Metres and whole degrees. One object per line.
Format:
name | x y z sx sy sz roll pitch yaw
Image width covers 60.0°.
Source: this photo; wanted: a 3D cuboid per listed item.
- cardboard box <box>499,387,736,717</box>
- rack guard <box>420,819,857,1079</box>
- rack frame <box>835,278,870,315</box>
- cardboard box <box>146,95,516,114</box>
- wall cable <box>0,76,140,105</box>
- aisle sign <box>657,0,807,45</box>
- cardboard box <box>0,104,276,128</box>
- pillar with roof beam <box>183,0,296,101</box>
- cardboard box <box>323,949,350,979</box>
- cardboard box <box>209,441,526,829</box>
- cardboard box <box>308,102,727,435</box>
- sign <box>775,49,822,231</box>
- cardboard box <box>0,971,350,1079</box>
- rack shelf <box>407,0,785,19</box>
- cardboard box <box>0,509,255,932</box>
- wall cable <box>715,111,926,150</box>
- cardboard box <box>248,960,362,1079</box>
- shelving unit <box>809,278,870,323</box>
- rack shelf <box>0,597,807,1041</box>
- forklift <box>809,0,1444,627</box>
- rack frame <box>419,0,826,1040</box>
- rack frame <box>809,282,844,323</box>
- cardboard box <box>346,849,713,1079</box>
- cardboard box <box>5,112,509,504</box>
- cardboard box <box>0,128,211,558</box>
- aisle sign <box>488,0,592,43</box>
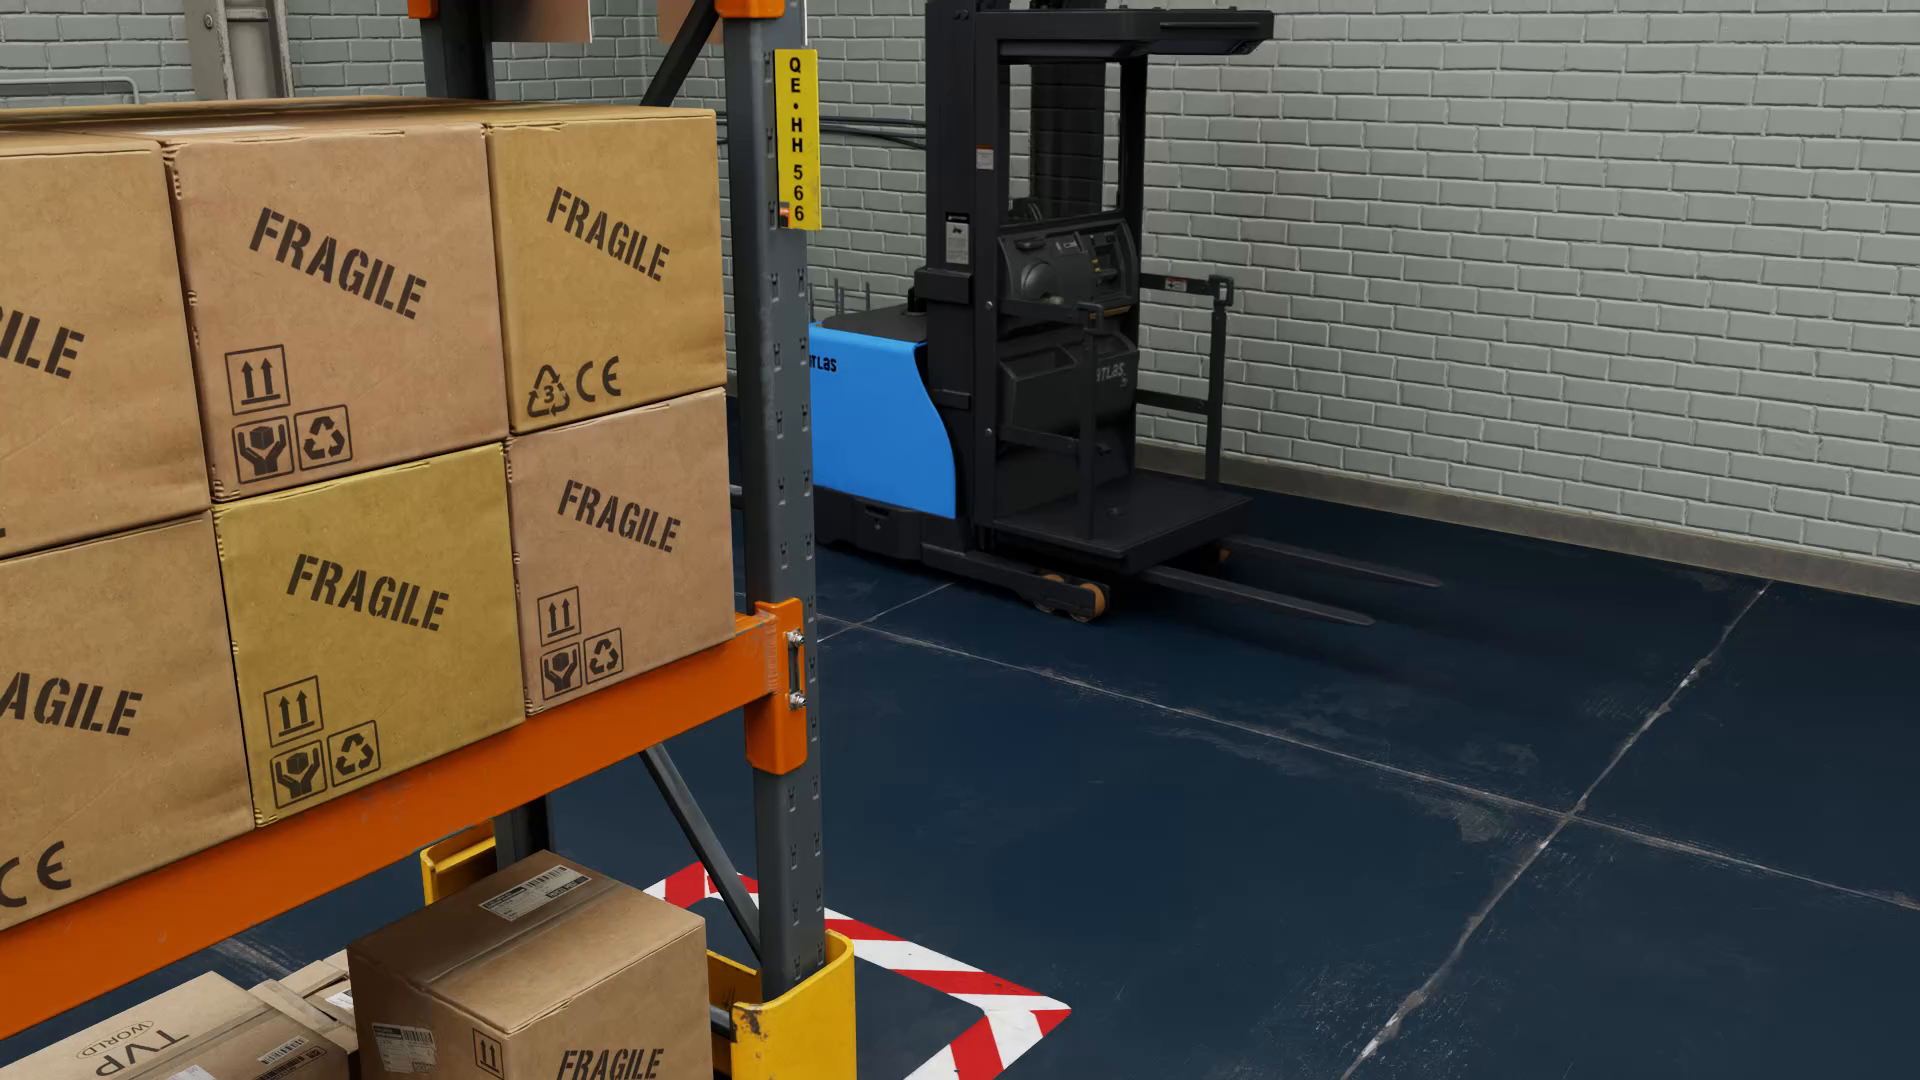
cardboard box | -0.783 -0.034 3.127 0.500 0.500 0.500 13 22 36
rack guard | -0.780 1.071 3.952 1.175 0.500 0.348 12 21 35
rack frame | -0.546 -0.743 8.610 0.240 1.200 0.006 14 22 39
cardboard box | -1.210 -0.607 3.286 0.500 0.500 0.500 13 22 36
wall cable | -4.712 -1.973 7.825 0.084 1.984 1.851 12 21 35
aisle sign | -0.448 -1.345 3.132 0.394 0.787 0.004 12 21 35
cardboard box | -1.516 -0.481 2.881 0.500 0.500 0.500 13 21 35
pillar with roof beam | -0.343 -3.916 5.679 9.100 9.000 0.400 12 21 35
cardboard box | -1.260 1.049 3.872 0.380 0.149 0.250 12 21 35
cardboard box | -1.089 0.090 2.727 0.500 0.500 0.500 13 21 35
cardboard box | -0.779 -0.512 2.979 0.500 0.500 0.500 12 21 34
sign | -0.301 -0.742 3.090 0.100 0.325 0.005 12 21 35
cardboard box | -1.584 1.161 3.343 0.500 0.250 0.500 12 21 35
rack shelf | -1.926 -0.754 1.768 1.077 0.370 4.000 12 21 35
cardboard box | -1.391 0.208 2.347 0.500 0.500 0.500 13 21 35
wall cable | -1.058 -3.681 10.161 3.097 2.526 0.112 12 21 35
cardboard box | -1.409 1.101 3.677 0.380 0.166 0.250 12 21 35
shelving unit | -0.606 -0.722 8.543 0.258 1.200 0.189 14 22 39
rack shelf | -1.926 0.679 2.213 1.077 0.370 4.000 12 21 35
forklift | 0.650 -1.224 7.243 3.031 2.935 1.130 14 22 38
rack frame | -0.734 -0.141 3.640 1.000 3.000 0.127 12 21 35
rack frame | -0.665 -0.702 8.477 0.240 1.200 0.006 14 22 39
cardboard box | -0.860 1.016 3.388 0.500 0.500 0.500 12 21 35
cardboard box | -1.079 -0.391 2.591 0.500 0.500 0.500 13 22 36
cardboard box | -1.384 -0.267 2.191 0.500 0.500 0.500 13 22 36
aisle sign | -0.930 -1.451 3.474 0.394 0.787 0.004 12 21 35
